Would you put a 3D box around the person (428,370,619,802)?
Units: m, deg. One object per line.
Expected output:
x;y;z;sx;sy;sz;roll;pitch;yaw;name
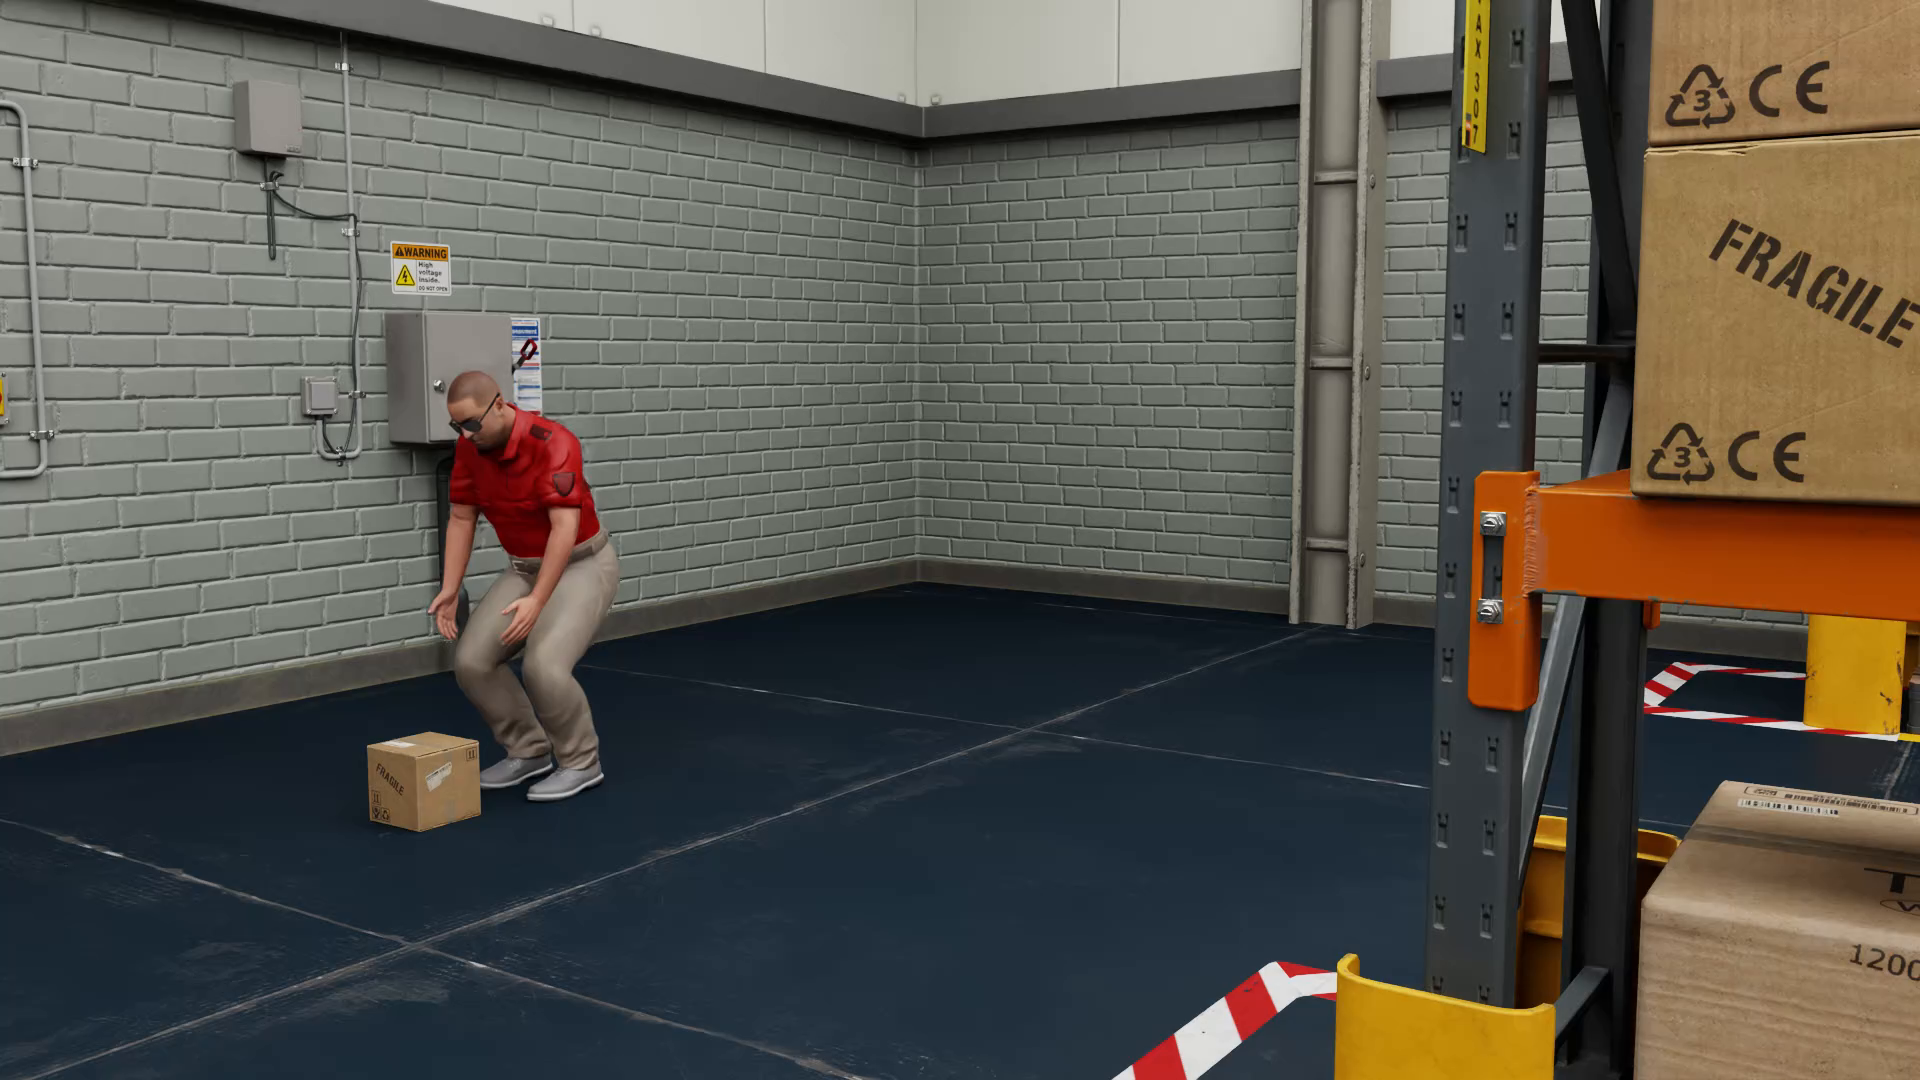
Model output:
-1.469;0.154;5.729;0.588;1.459;0.666;4;8;34;person
